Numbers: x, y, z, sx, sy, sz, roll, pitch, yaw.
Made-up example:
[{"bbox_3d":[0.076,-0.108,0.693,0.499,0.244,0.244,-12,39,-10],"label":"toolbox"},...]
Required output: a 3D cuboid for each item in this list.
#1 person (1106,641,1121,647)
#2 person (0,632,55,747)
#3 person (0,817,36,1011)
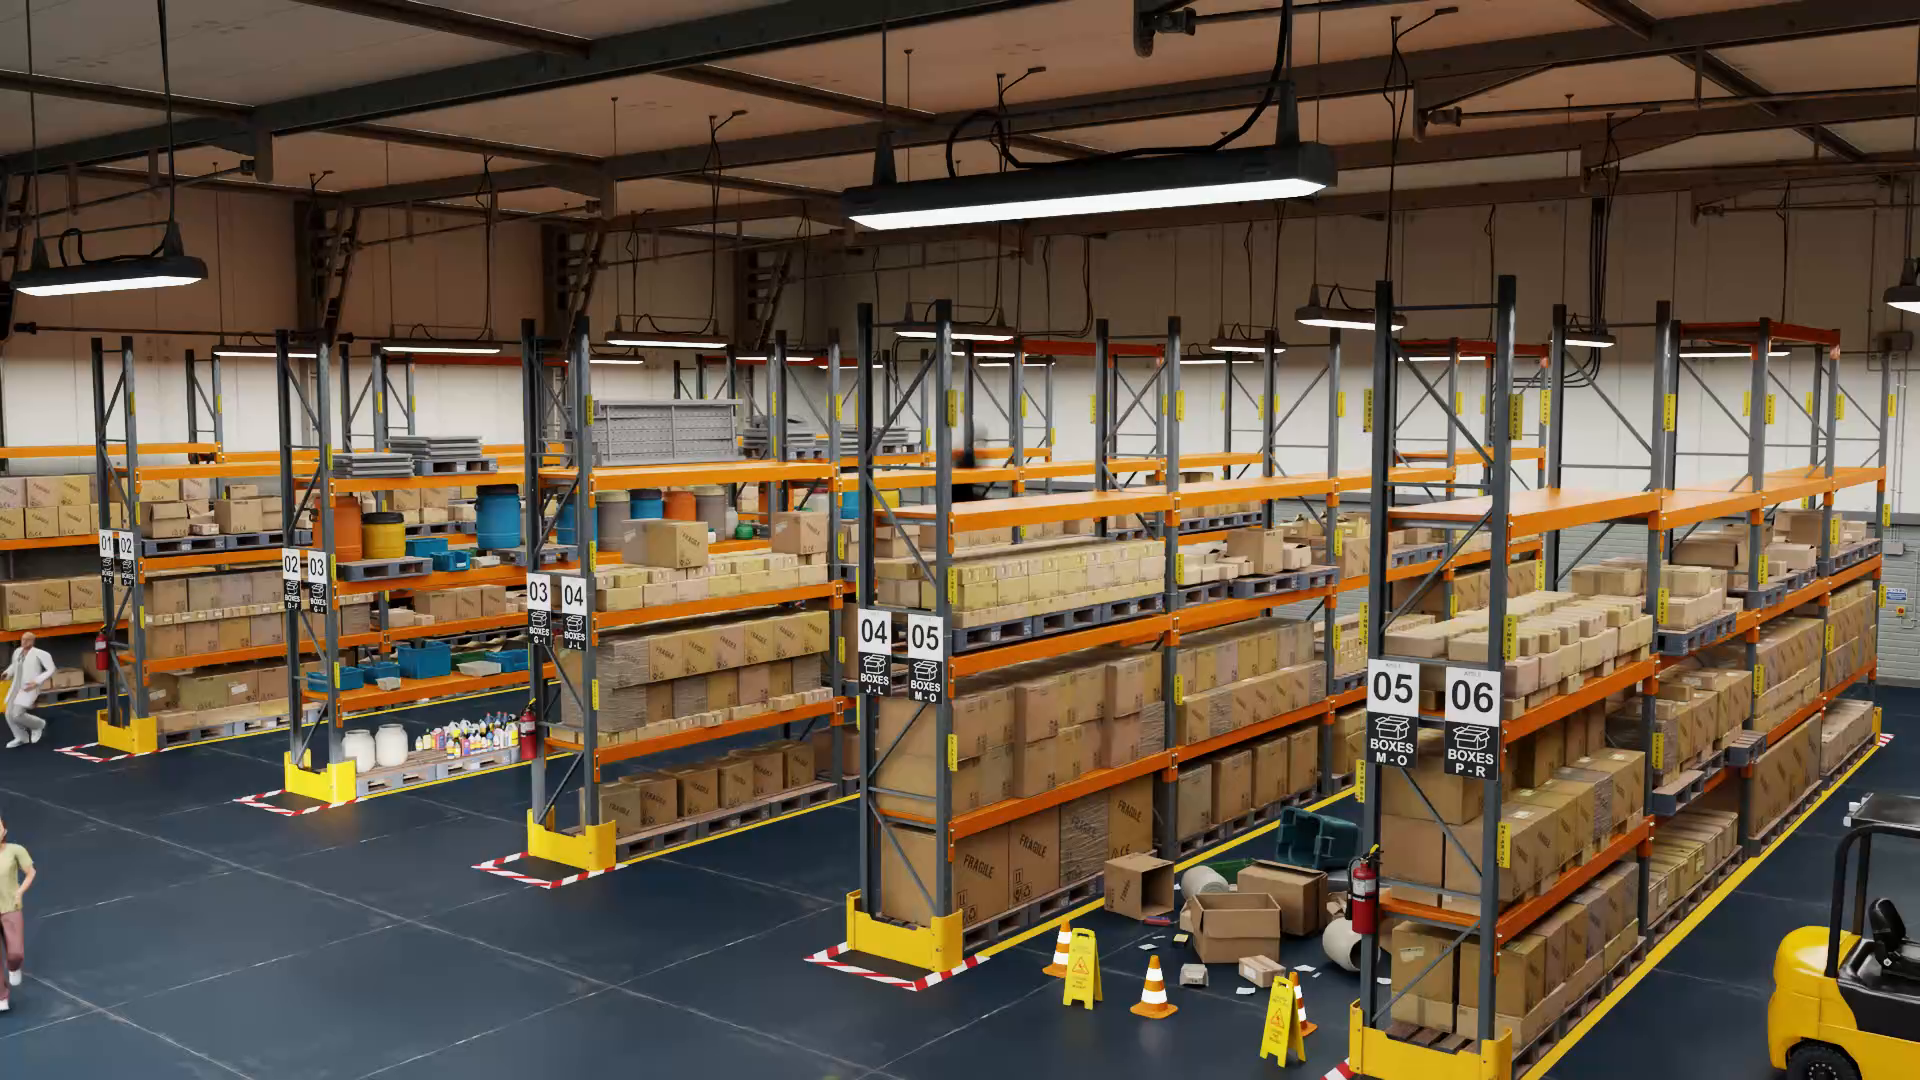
[{"bbox_3d":[2.019,1.939,23.527,0.649,1.819,0.962,3,6,29],"label":"person"},{"bbox_3d":[-13.724,2.197,24.438,0.714,1.703,0.613,2,5,19],"label":"person"},{"bbox_3d":[-8.148,3.129,14.084,0.580,1.619,0.609,-3,6,-28],"label":"person"}]
